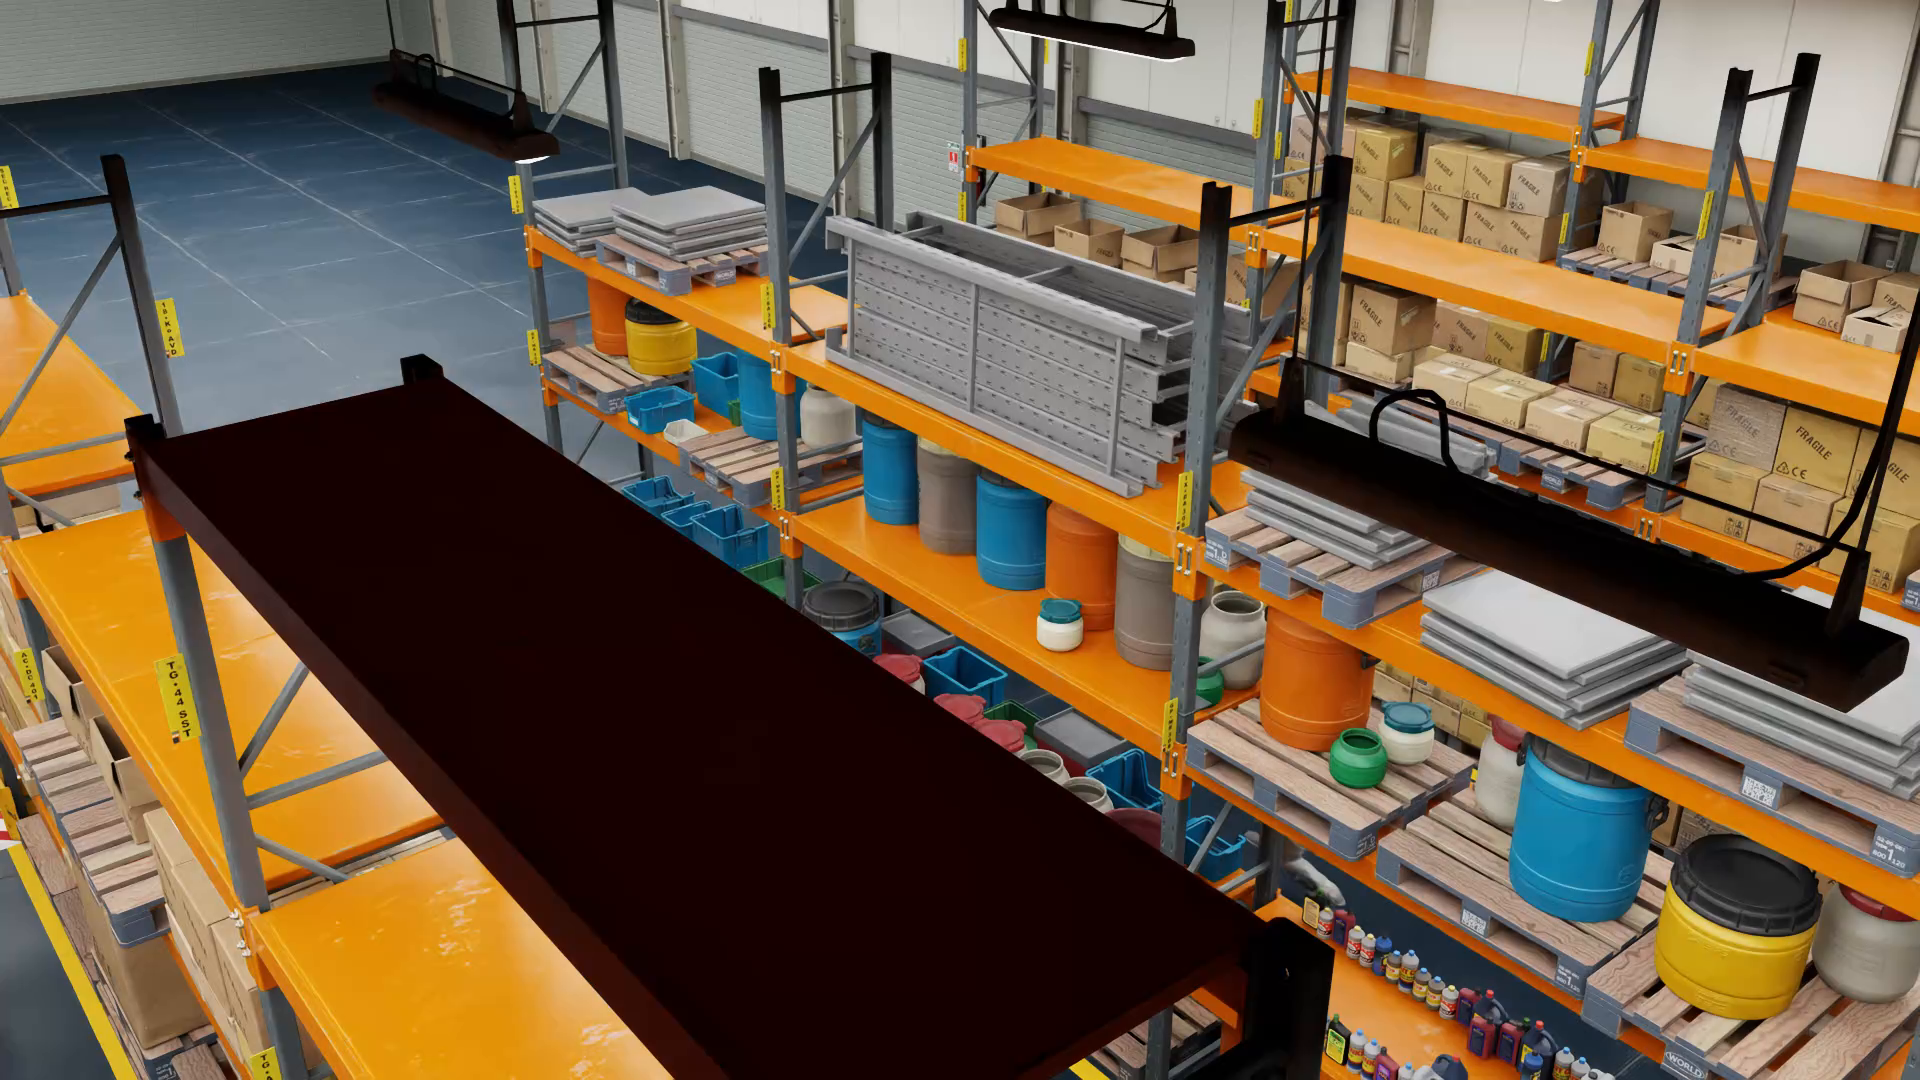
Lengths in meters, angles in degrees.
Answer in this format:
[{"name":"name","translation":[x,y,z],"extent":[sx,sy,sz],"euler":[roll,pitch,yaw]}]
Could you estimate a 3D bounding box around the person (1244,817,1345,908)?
[{"name":"person","translation":[2.490,1.884,12.173],"extent":[0.532,1.401,1.022],"euler":[-21,33,-37]}]
